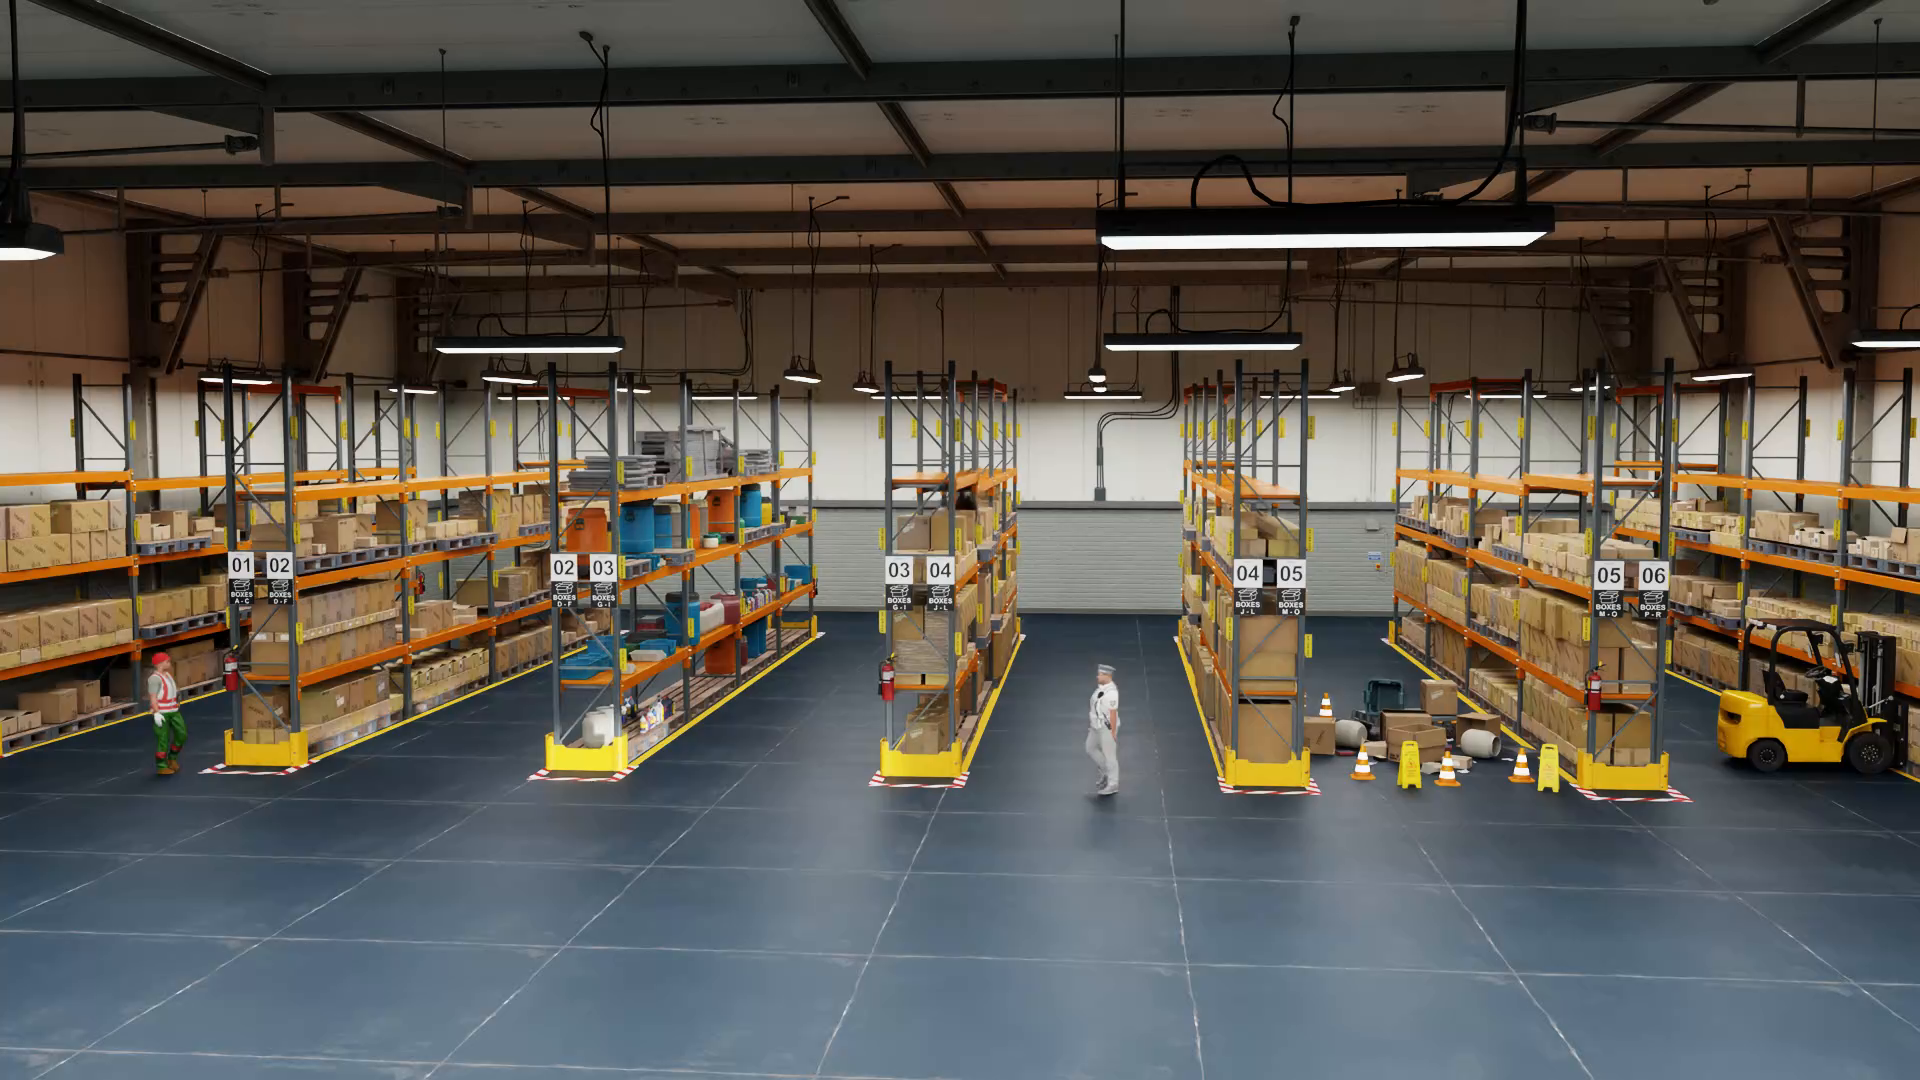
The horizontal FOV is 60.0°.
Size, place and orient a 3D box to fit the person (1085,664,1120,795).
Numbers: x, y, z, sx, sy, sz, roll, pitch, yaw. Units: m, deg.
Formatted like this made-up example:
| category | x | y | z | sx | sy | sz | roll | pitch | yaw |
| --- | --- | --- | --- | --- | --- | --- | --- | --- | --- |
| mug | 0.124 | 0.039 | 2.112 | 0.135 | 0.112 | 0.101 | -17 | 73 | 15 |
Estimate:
| category | x | y | z | sx | sy | sz | roll | pitch | yaw |
| --- | --- | --- | --- | --- | --- | --- | --- | --- | --- |
| person | 1.999 | 2.601 | 23.025 | 0.444 | 1.780 | 0.618 | -1 | 4 | -19 |

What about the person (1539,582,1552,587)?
| category | x | y | z | sx | sy | sz | roll | pitch | yaw |
| --- | --- | --- | --- | --- | --- | --- | --- | --- | --- |
| person | 14.138 | 1.524 | 40.103 | 0.816 | 1.643 | 0.508 | 0 | 4 | 1 |

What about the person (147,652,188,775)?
| category | x | y | z | sx | sy | sz | roll | pitch | yaw |
| --- | --- | --- | --- | --- | --- | --- | --- | --- | --- |
| person | -11.595 | 2.526 | 24.243 | 0.452 | 1.786 | 0.596 | 1 | 4 | 19 |
